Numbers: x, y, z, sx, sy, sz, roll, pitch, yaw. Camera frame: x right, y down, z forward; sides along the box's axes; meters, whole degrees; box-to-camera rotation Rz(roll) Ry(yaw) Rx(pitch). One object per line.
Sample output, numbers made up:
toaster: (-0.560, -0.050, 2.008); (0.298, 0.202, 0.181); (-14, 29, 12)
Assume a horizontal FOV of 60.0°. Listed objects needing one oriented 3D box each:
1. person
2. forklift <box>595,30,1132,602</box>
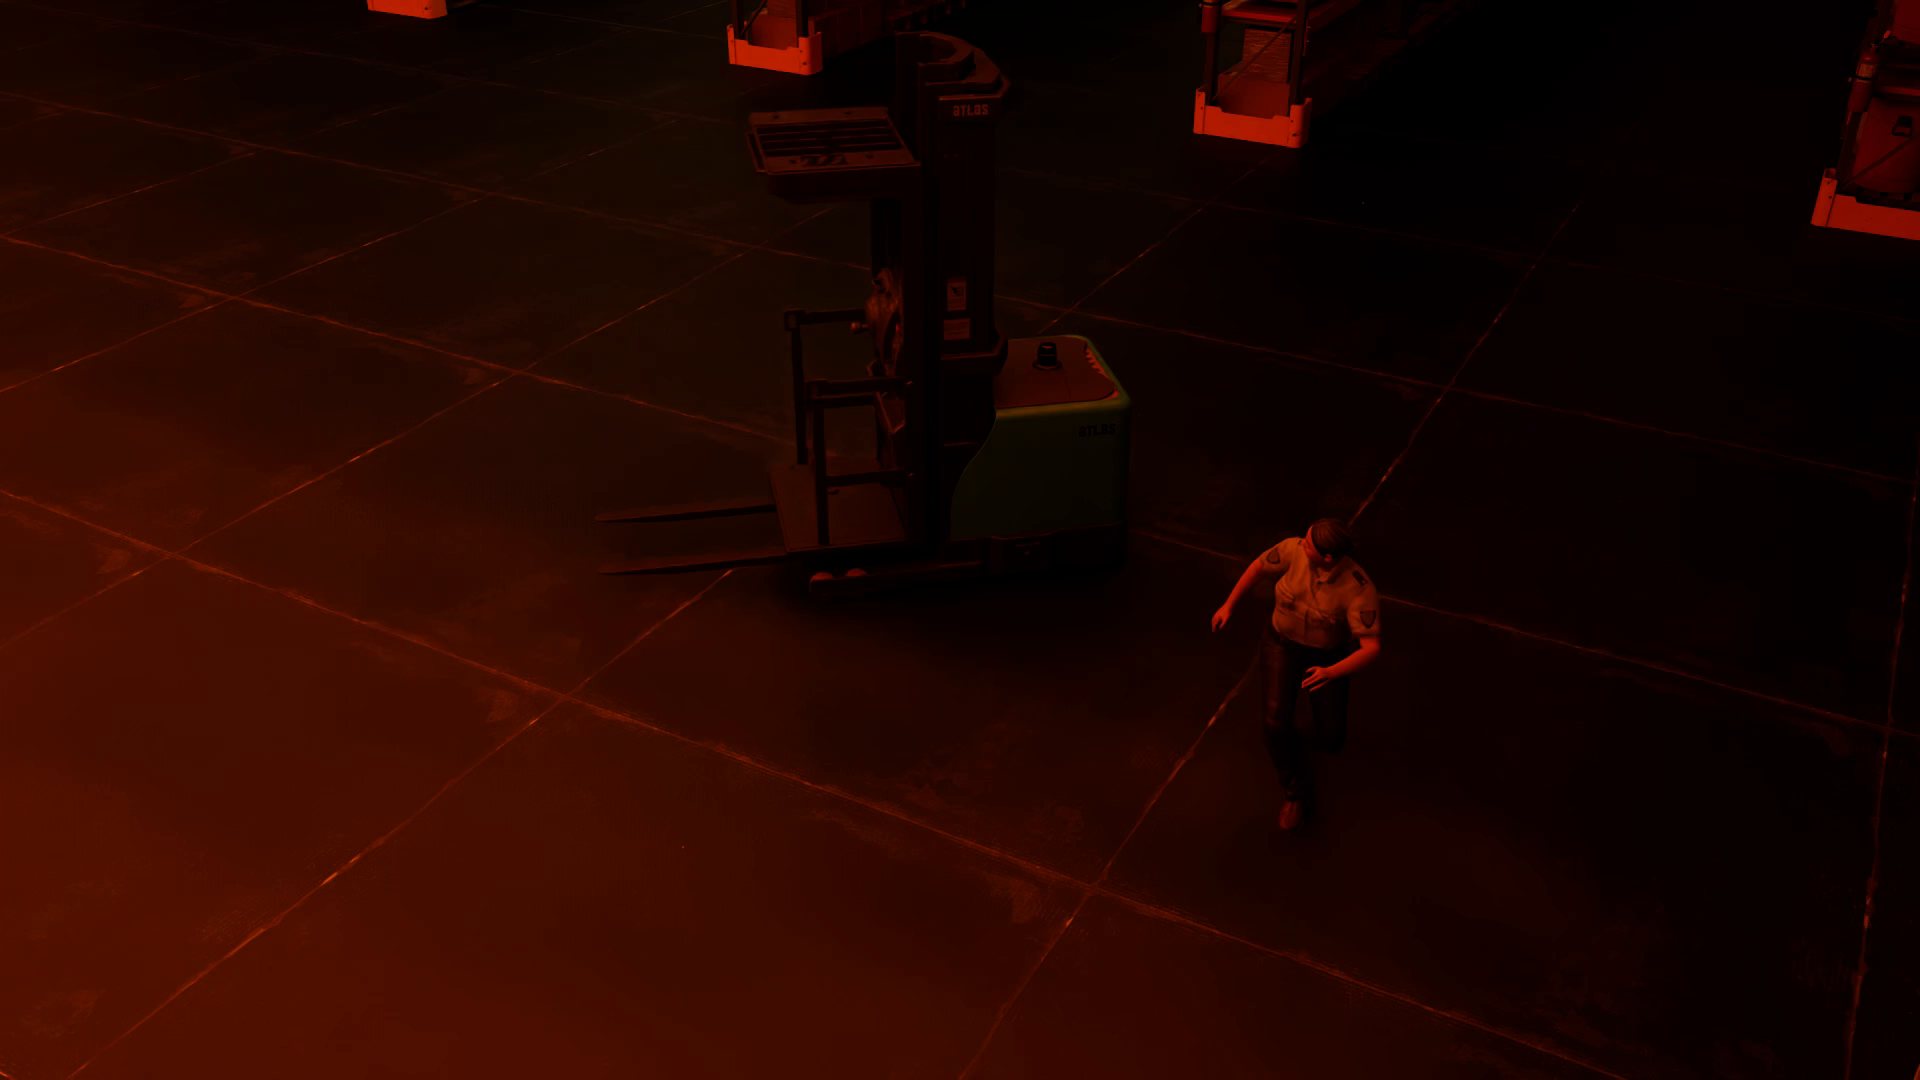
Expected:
person: (1.495, 0.549, 7.556); (0.803, 1.527, 0.808); (11, 32, 19)
forklift: (-0.598, -1.206, 9.161); (3.031, 2.935, 1.130); (-6, 30, -10)
